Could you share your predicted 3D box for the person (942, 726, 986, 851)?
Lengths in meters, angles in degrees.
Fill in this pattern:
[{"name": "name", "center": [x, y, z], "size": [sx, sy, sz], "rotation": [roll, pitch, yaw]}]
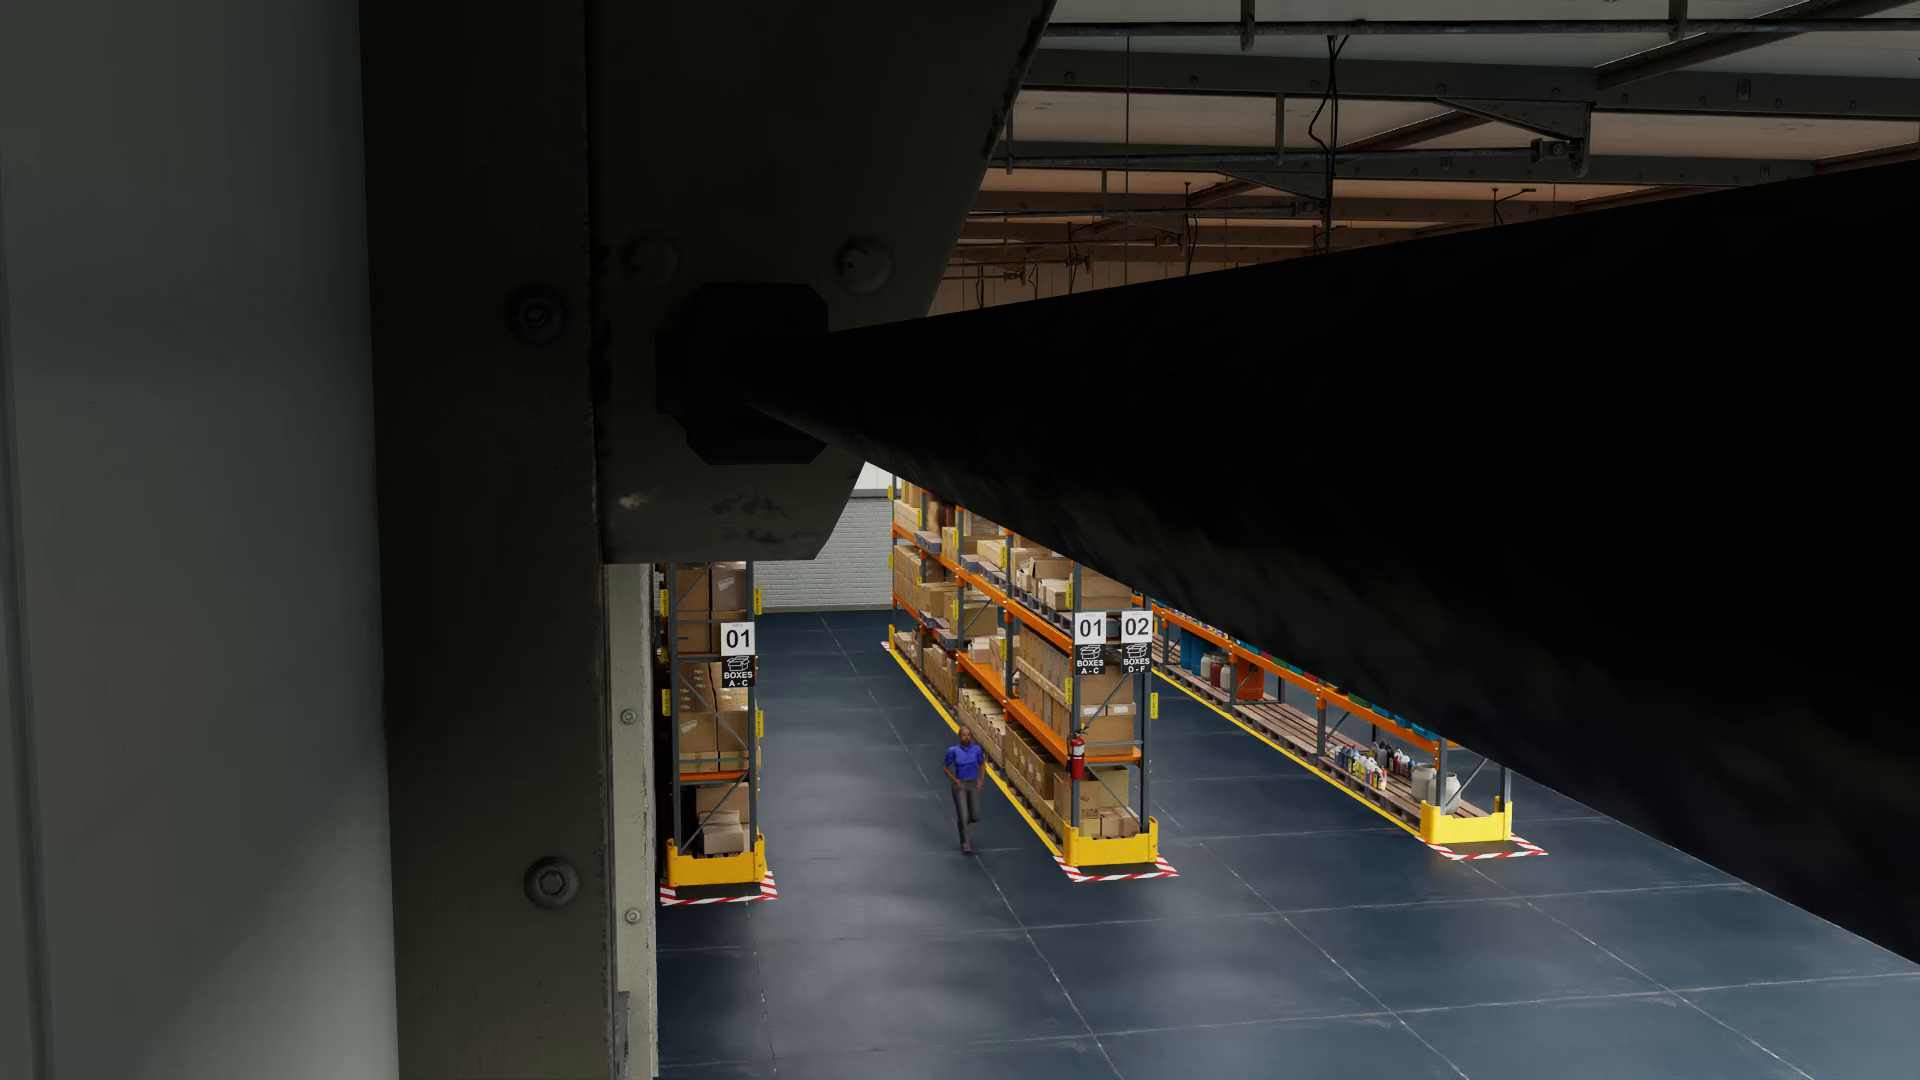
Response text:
[{"name": "person", "center": [0.063, 3.195, 21.575], "size": [0.591, 1.603, 0.587], "rotation": [-2, 6, -15]}]
